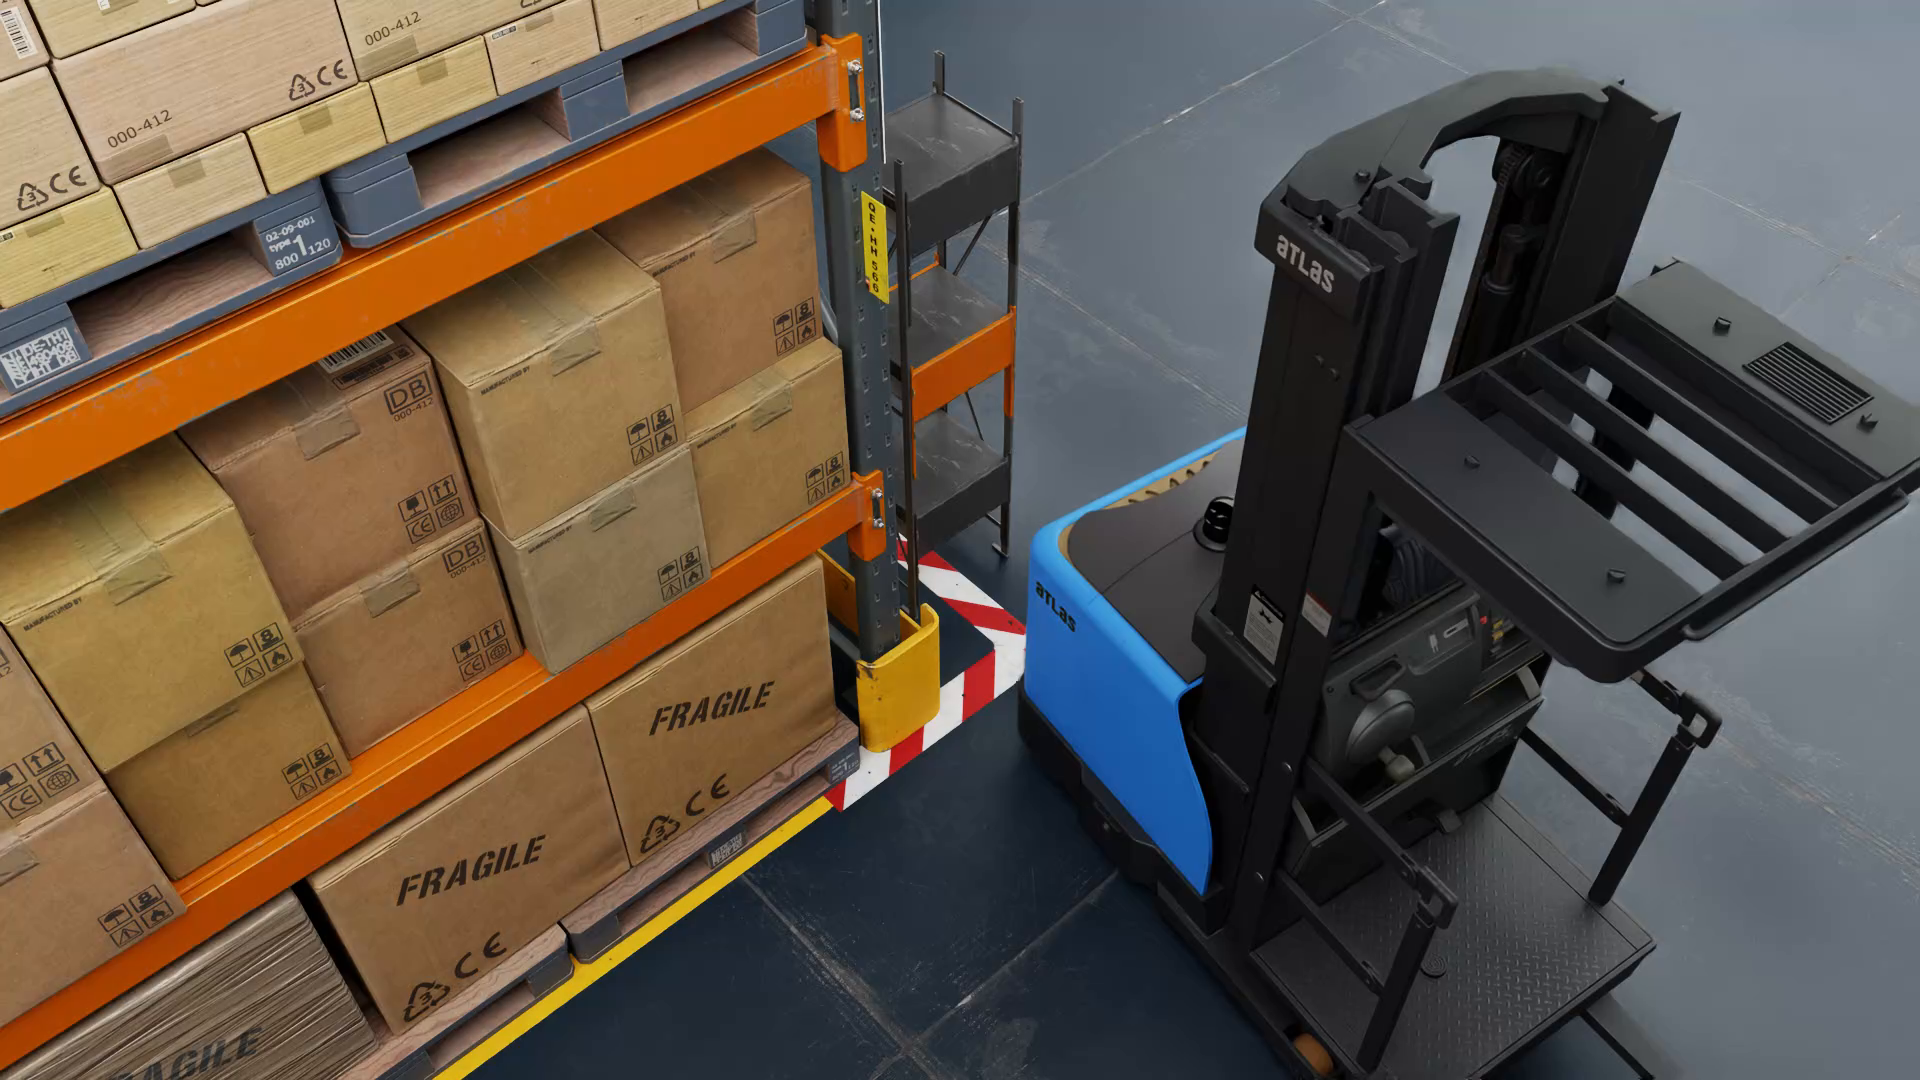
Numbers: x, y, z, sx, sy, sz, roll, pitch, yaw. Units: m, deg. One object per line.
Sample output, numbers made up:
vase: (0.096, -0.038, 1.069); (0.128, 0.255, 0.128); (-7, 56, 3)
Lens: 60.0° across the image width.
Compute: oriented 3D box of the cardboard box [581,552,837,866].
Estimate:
cardboard box: (-1.042, 0.334, 5.561); (0.875, 0.875, 0.875); (-33, 56, -27)

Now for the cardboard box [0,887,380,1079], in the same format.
cardboard box: (-2.368, 1.220, 4.743); (0.875, 0.875, 0.875); (-33, 56, -27)

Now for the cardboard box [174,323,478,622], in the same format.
cardboard box: (-1.736, -0.345, 4.190); (0.550, 0.550, 0.875); (-34, 56, -27)

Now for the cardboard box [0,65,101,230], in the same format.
cardboard box: (-1.875, -0.721, 2.879); (0.500, 0.250, 0.500); (-33, 55, -27)

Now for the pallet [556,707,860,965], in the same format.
pallet: (-1.124, 0.768, 5.897); (1.213, 0.211, 1.003); (-34, 56, -27)

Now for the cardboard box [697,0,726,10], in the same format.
cardboard box: (-0.603, -1.375, 3.754); (0.250, 0.149, 0.380); (-34, 56, -27)

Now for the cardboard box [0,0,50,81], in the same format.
cardboard box: (-1.734, -0.889, 2.763); (0.250, 0.149, 0.380); (-33, 55, -27)

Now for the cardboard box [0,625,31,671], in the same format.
cardboard box: (-3.512, 0.438, 6.165); (0.258, 0.266, 0.396); (-25, 52, -21)

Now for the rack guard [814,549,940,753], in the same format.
rack guard: (-0.567, 0.221, 6.206); (0.348, 0.500, 1.175); (-34, 56, -27)

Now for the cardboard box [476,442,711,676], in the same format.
cardboard box: (-1.221, -0.174, 4.768); (0.550, 0.550, 0.875); (-34, 56, -27)

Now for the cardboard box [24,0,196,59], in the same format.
cardboard box: (-1.547, -1.014, 2.879); (0.250, 0.149, 0.380); (-35, 56, -28)

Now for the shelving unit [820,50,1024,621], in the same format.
shelving unit: (-0.122, -0.630, 5.903); (0.503, 2.100, 0.431); (-34, 56, -27)

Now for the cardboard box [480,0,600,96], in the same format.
cardboard box: (-0.979, -1.123, 3.522); (0.250, 0.149, 0.380); (-33, 55, -27)

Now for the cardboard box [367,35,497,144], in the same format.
cardboard box: (-1.167, -0.999, 3.407); (0.250, 0.149, 0.380); (-33, 55, -27)

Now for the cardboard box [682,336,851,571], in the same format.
cardboard box: (-0.829, -0.458, 5.029); (0.550, 0.550, 0.875); (-34, 56, -27)

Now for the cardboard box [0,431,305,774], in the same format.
cardboard box: (-2.041, -0.012, 3.883); (0.500, 0.550, 0.875); (-34, 56, -27)

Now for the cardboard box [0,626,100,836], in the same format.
cardboard box: (-2.428, 0.254, 3.637); (0.550, 0.550, 0.875); (-34, 56, -27)

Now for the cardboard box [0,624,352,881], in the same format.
cardboard box: (-2.084, 0.319, 4.313); (0.500, 0.550, 0.875); (-34, 56, -27)

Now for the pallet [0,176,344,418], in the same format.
pallet: (-2.030, -0.623, 3.304); (1.213, 0.211, 1.003); (-34, 56, -27)

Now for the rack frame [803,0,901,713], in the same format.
rack frame: (-0.585, -0.615, 5.277); (0.127, 3.000, 1.000); (-34, 56, -27)

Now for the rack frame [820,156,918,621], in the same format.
rack frame: (-0.303, -0.510, 5.791); (0.015, 2.100, 0.400); (-34, 56, -27)

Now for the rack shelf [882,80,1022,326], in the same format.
rack shelf: (-0.122, -1.096, 5.398); (0.480, 0.518, 0.431); (-34, 56, -27)

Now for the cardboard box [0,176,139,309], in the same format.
cardboard box: (-1.732, -0.621, 3.058); (0.250, 0.149, 0.380); (-33, 55, -27)

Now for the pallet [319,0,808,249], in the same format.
pallet: (-1.127, -1.230, 3.863); (1.213, 0.211, 1.003); (-34, 56, -27)

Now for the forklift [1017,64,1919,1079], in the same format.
forklift: (1.446, 0.416, 4.372); (1.130, 2.935, 3.031); (-26, 53, -22)

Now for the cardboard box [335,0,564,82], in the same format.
cardboard box: (-1.130, -1.218, 3.338); (0.500, 0.250, 0.500); (-34, 56, -27)

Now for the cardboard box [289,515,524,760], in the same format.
cardboard box: (-1.720, 0.034, 4.575); (0.550, 0.550, 0.875); (-34, 56, -27)

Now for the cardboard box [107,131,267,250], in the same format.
cardboard box: (-1.543, -0.747, 3.174); (0.250, 0.149, 0.380); (-33, 55, -27)

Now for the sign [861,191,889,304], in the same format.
sign: (-0.230, -0.786, 4.485); (0.005, 0.325, 0.100); (-34, 56, -27)

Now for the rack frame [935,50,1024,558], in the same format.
rack frame: (0.058, -0.751, 6.014); (0.015, 2.100, 0.400); (-34, 56, -27)

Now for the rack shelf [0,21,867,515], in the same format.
rack shelf: (-2.065, -0.400, 3.526); (4.000, 0.370, 1.077); (-34, 56, -27)

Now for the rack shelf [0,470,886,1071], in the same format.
rack shelf: (-2.065, 0.618, 4.629); (4.000, 0.370, 1.077); (-34, 56, -27)

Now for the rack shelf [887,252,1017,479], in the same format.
rack shelf: (-0.122, -0.621, 5.913); (0.480, 0.518, 0.431); (-34, 56, -27)

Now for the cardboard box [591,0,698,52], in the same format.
cardboard box: (-0.790, -1.251, 3.639); (0.250, 0.149, 0.380); (-33, 55, -27)

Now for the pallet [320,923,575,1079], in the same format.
pallet: (-2.026, 1.368, 5.344); (1.213, 0.211, 1.003); (-34, 56, -27)

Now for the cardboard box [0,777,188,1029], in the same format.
cardboard box: (-2.409, 0.636, 4.021); (0.550, 0.550, 0.875); (-34, 56, -27)

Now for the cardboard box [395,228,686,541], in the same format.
cardboard box: (-1.230, -0.548, 4.378); (0.550, 0.550, 0.875); (-34, 56, -27)

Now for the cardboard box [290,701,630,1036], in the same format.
cardboard box: (-1.692, 0.770, 5.158); (0.875, 0.875, 0.875); (-35, 56, -28)

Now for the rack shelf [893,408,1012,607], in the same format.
rack shelf: (-0.122, -0.146, 6.427); (0.480, 0.518, 0.431); (-34, 56, -27)

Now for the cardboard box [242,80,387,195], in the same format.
cardboard box: (-1.356, -0.871, 3.289); (0.250, 0.149, 0.380); (-35, 56, -28)

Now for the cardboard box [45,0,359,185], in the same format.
cardboard box: (-1.502, -0.970, 3.109); (0.500, 0.250, 0.500); (-34, 56, -27)

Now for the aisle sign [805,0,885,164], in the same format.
aisle sign: (-0.331, -1.369, 4.203); (0.004, 0.787, 0.394); (-34, 56, -27)

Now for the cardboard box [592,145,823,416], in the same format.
cardboard box: (-0.886, -0.870, 4.675); (0.550, 0.550, 0.875); (-34, 56, -27)

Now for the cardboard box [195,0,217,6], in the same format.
cardboard box: (-1.357, -1.142, 2.996); (0.250, 0.149, 0.380); (-34, 56, -27)
